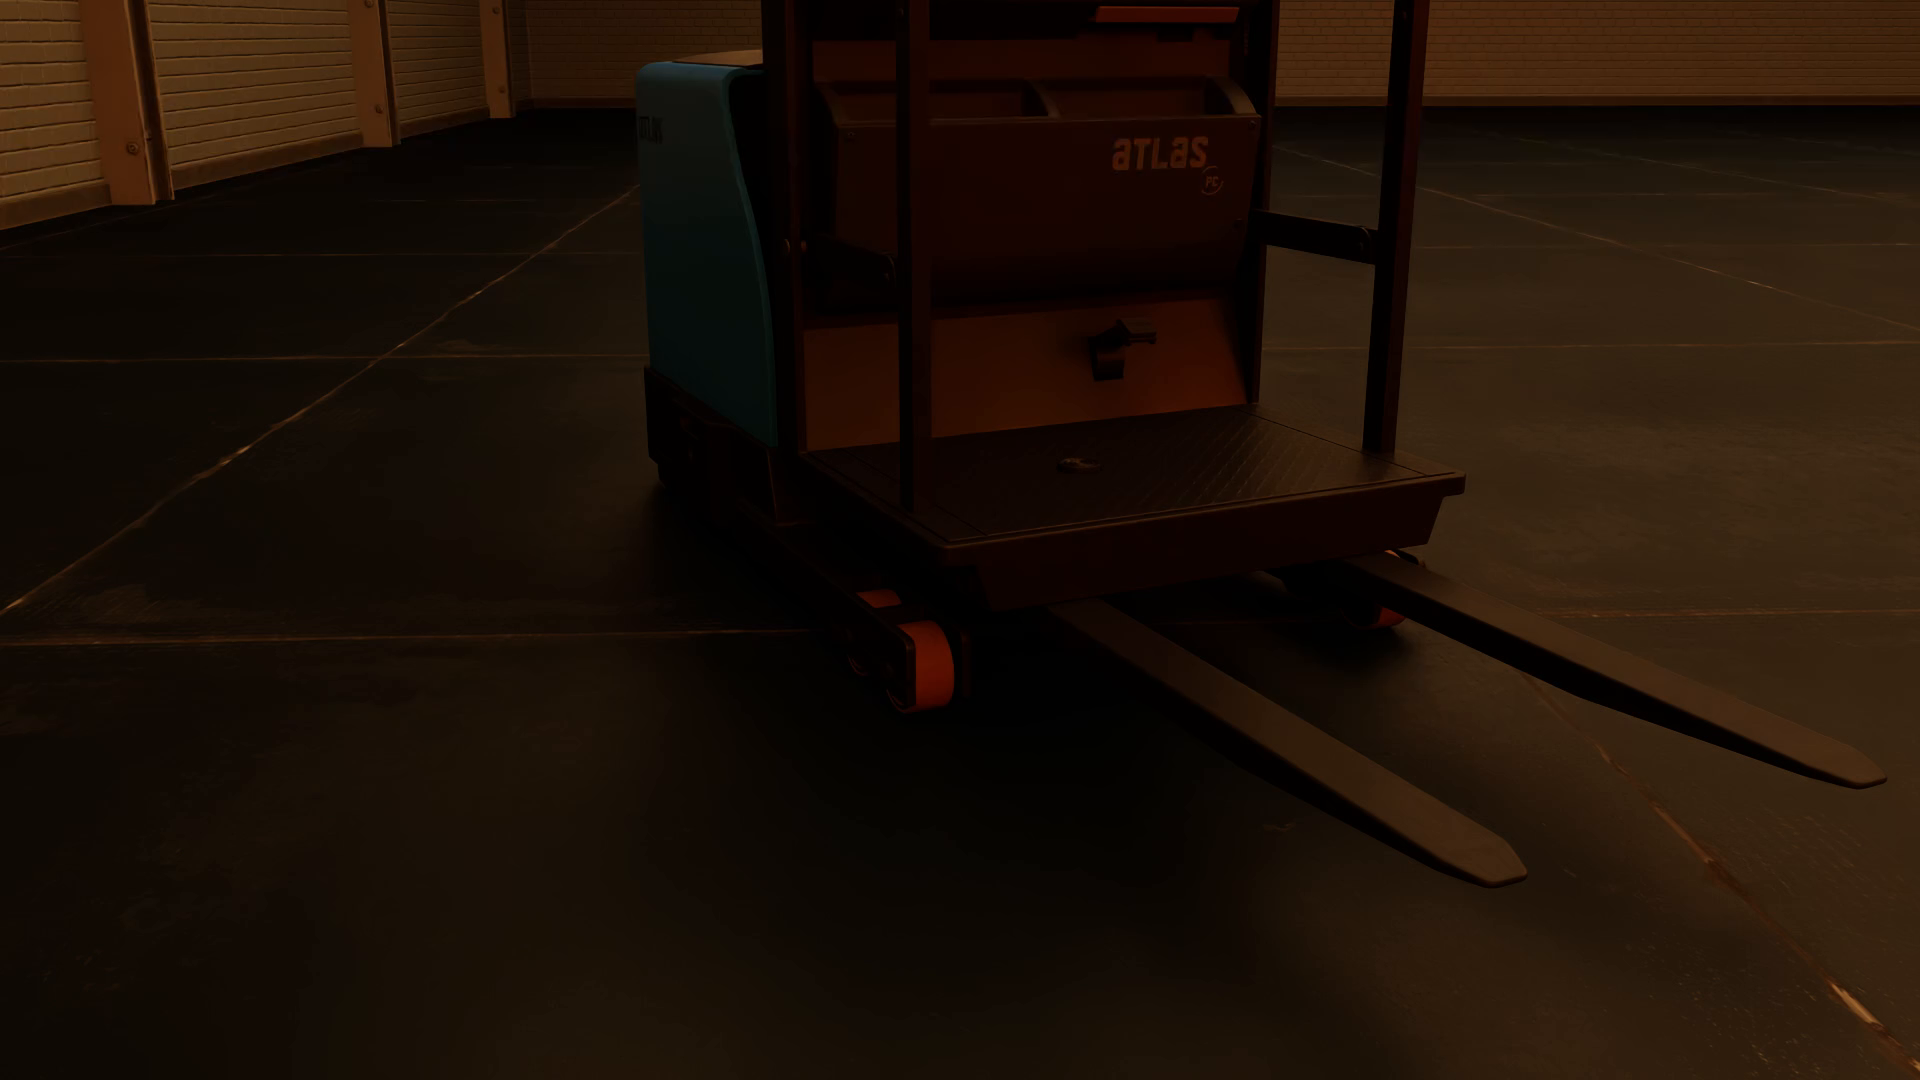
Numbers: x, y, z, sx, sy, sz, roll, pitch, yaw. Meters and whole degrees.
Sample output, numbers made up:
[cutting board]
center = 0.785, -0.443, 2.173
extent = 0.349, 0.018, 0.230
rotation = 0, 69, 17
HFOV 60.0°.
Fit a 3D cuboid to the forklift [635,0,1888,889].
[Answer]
[forklift]
center = 0.258, -1.240, 2.962
extent = 1.130, 2.935, 3.031
rotation = -8, 19, -24
